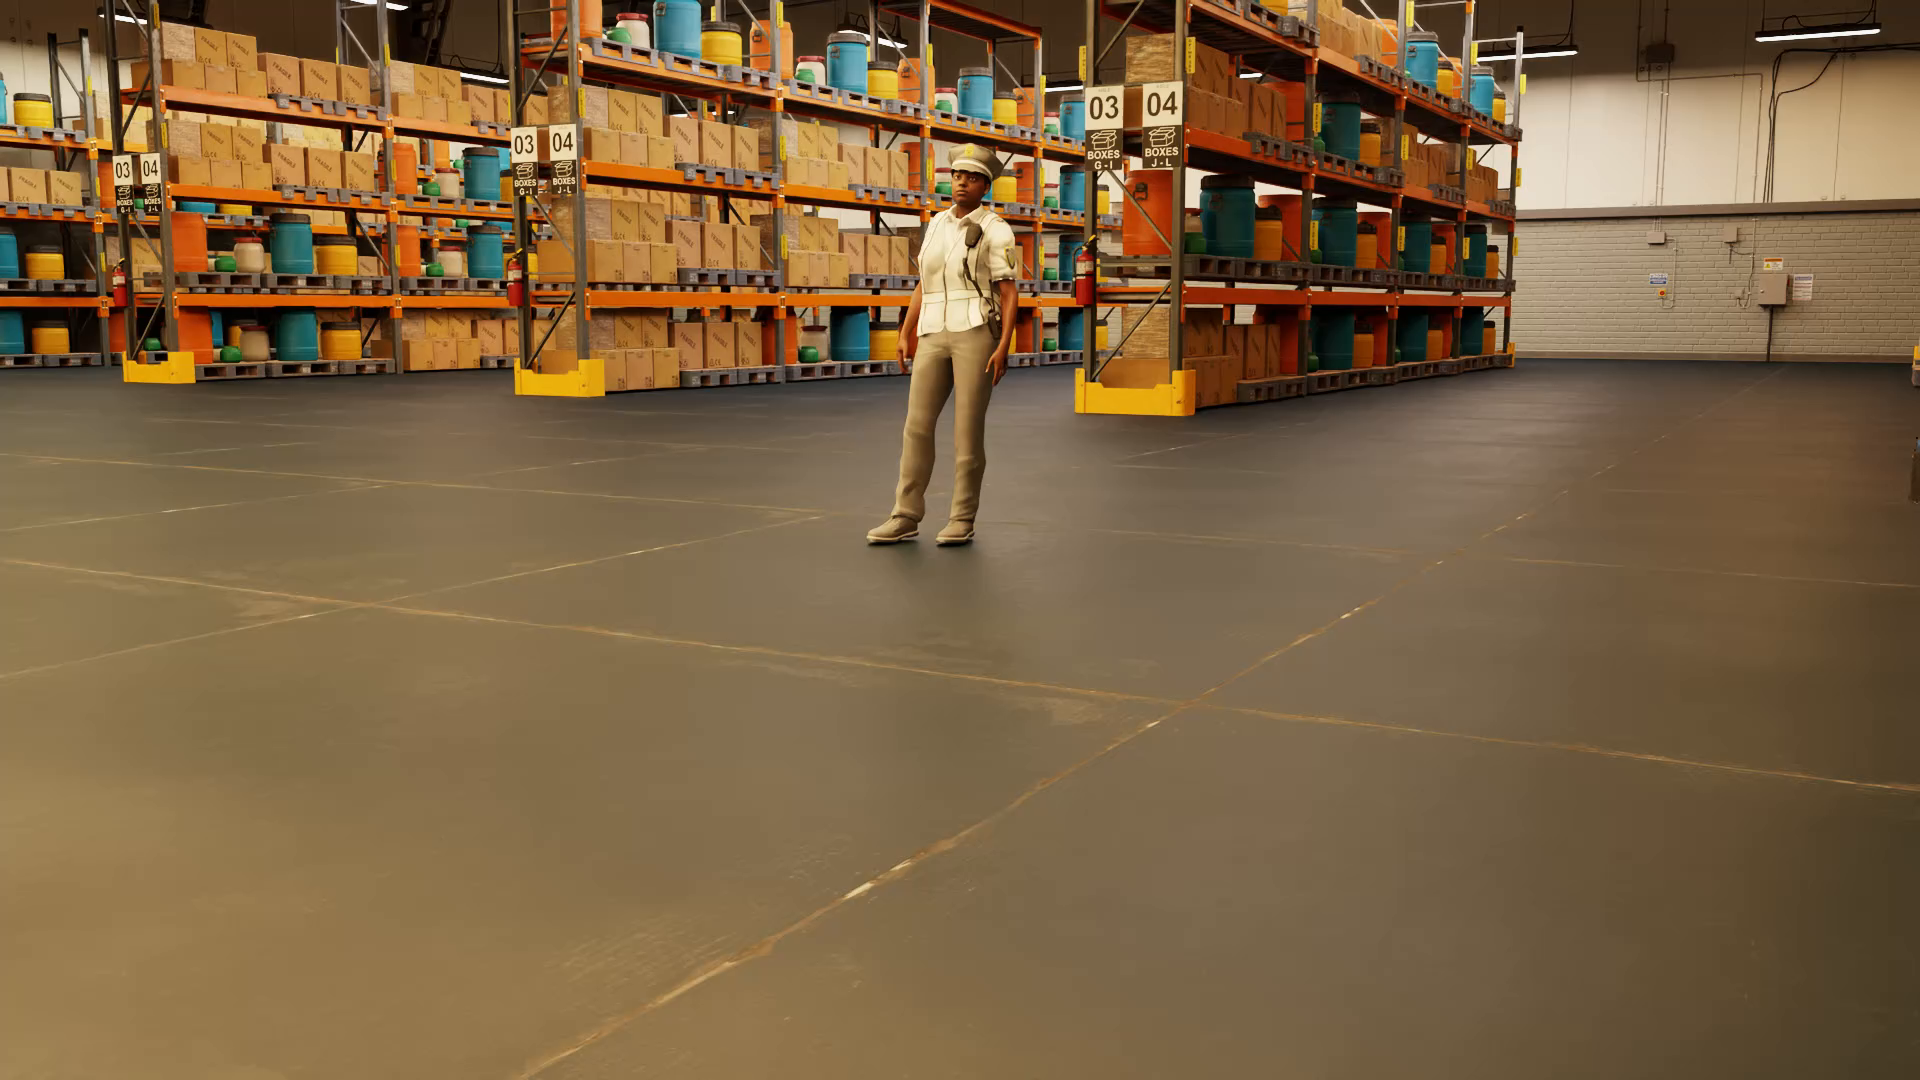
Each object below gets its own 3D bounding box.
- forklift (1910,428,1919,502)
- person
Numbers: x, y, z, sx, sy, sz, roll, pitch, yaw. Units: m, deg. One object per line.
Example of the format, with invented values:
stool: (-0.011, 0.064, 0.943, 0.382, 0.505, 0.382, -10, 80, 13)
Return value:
forklift: (6.247, -1.537, 7.733, 3.031, 2.935, 1.130, -1, 8, -6)
person: (-0.054, -0.839, 7.142, 0.569, 1.694, 0.530, 4, 9, 29)
